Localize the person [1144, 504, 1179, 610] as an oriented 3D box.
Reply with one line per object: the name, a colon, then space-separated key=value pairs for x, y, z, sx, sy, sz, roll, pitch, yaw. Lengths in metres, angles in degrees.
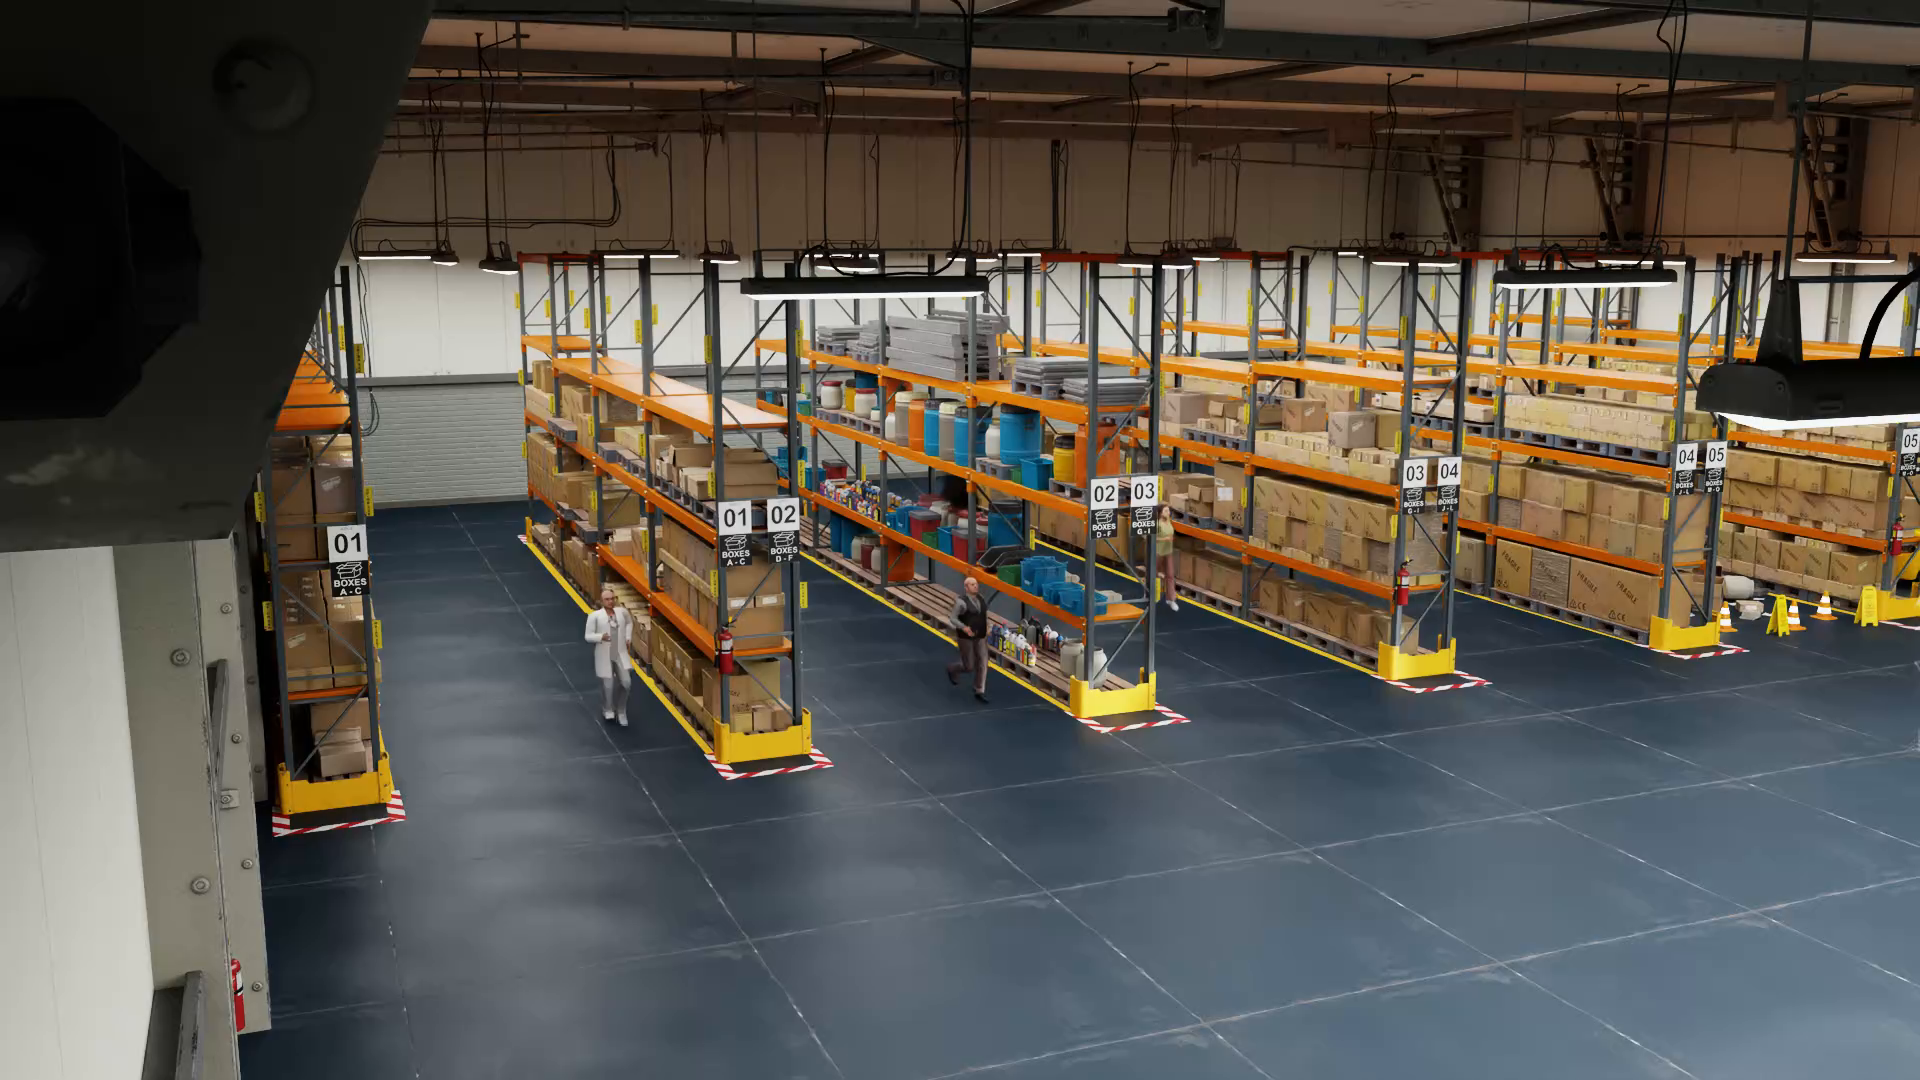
person: x=3.326 y=0.255 z=27.281 sx=0.575 sy=1.717 sz=0.761 roll=-7 pitch=12 yaw=-32

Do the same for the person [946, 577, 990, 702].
person: x=0.143 y=1.353 z=22.990 sx=0.664 sy=1.707 sz=0.845 roll=-7 pitch=13 yaw=-35

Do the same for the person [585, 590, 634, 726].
person: x=-4.524 y=1.555 z=21.671 sx=0.688 sy=1.813 sz=0.733 roll=-5 pitch=11 yaw=-25
